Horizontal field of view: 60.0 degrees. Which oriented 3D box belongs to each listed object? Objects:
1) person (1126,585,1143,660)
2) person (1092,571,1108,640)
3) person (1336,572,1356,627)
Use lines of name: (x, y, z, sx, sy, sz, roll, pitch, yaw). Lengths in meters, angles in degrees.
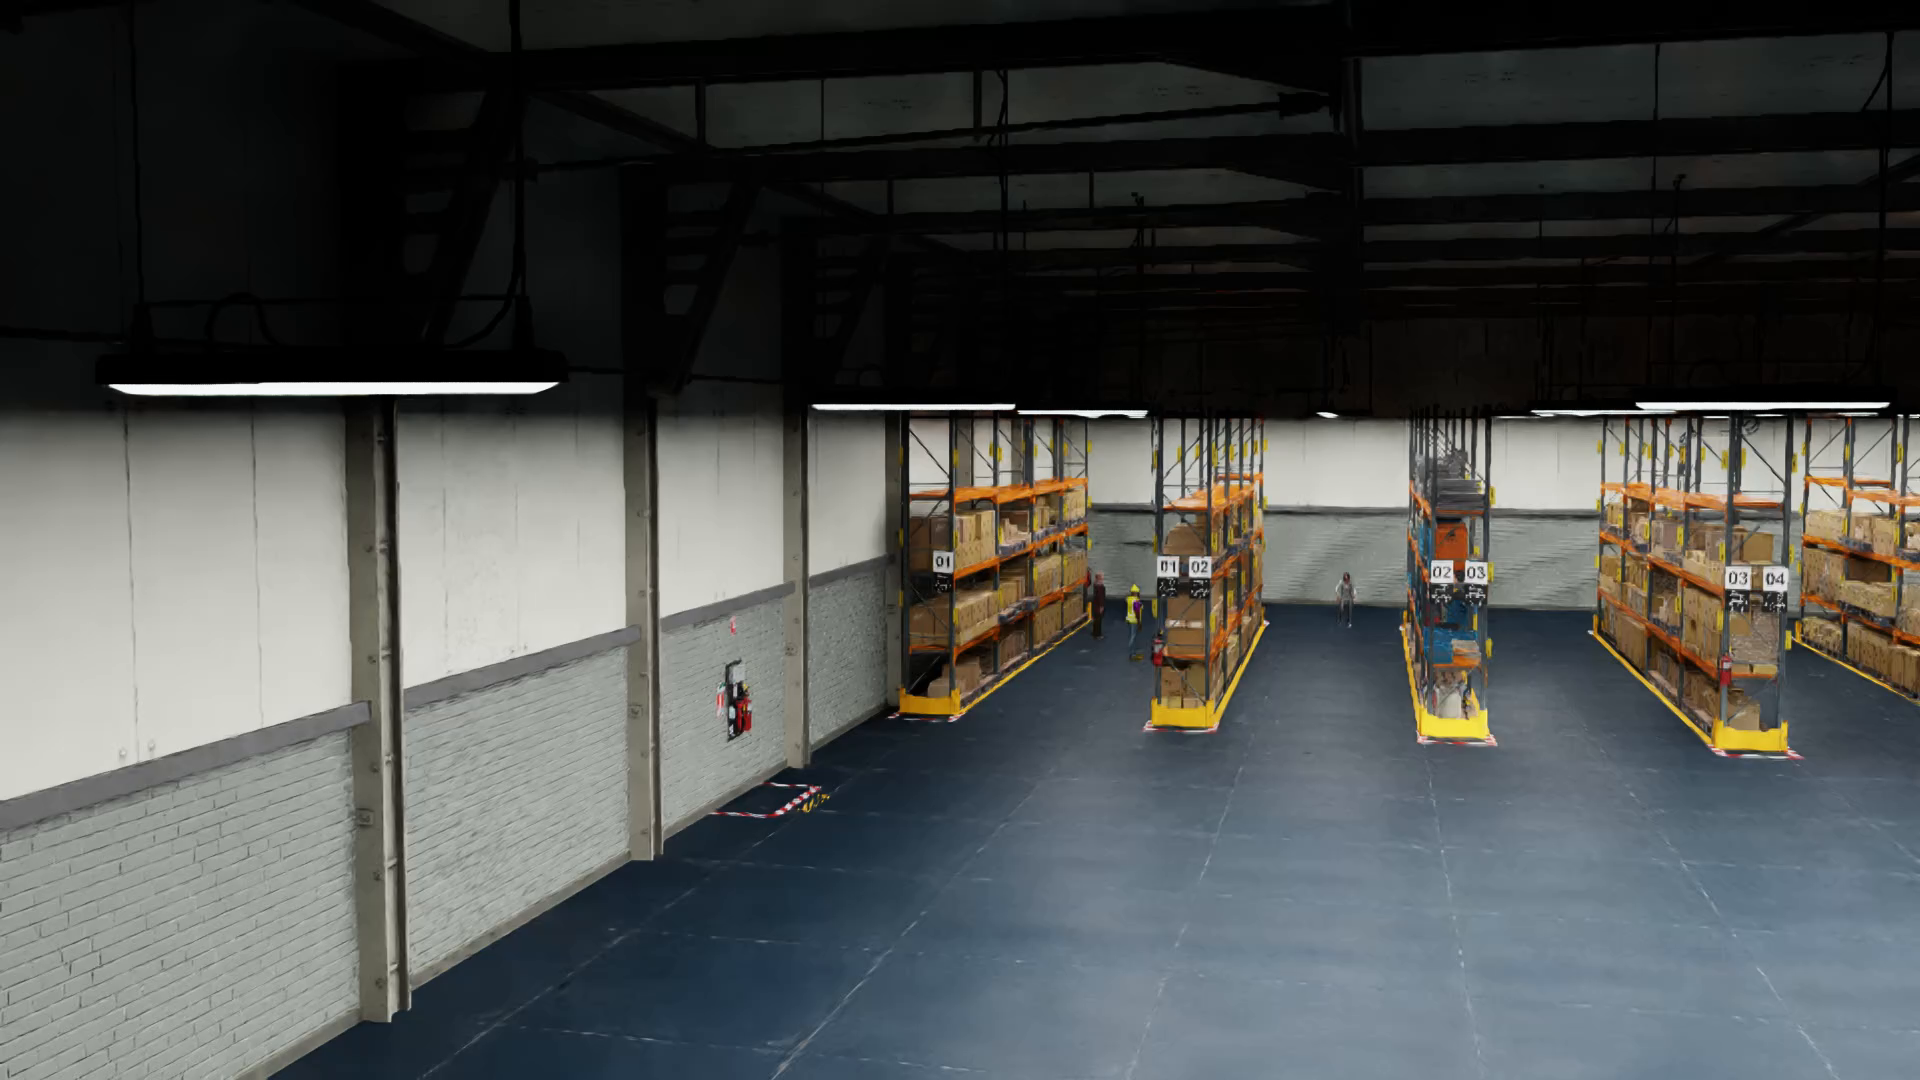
person: (4.225, 1.961, 39.897, 0.453, 1.768, 0.632, -1, 4, -16)
person: (3.663, 1.701, 43.492, 0.447, 1.762, 0.662, 0, 4, -1)
person: (10.730, 1.644, 46.247, 0.566, 1.541, 0.519, 1, 4, 11)
